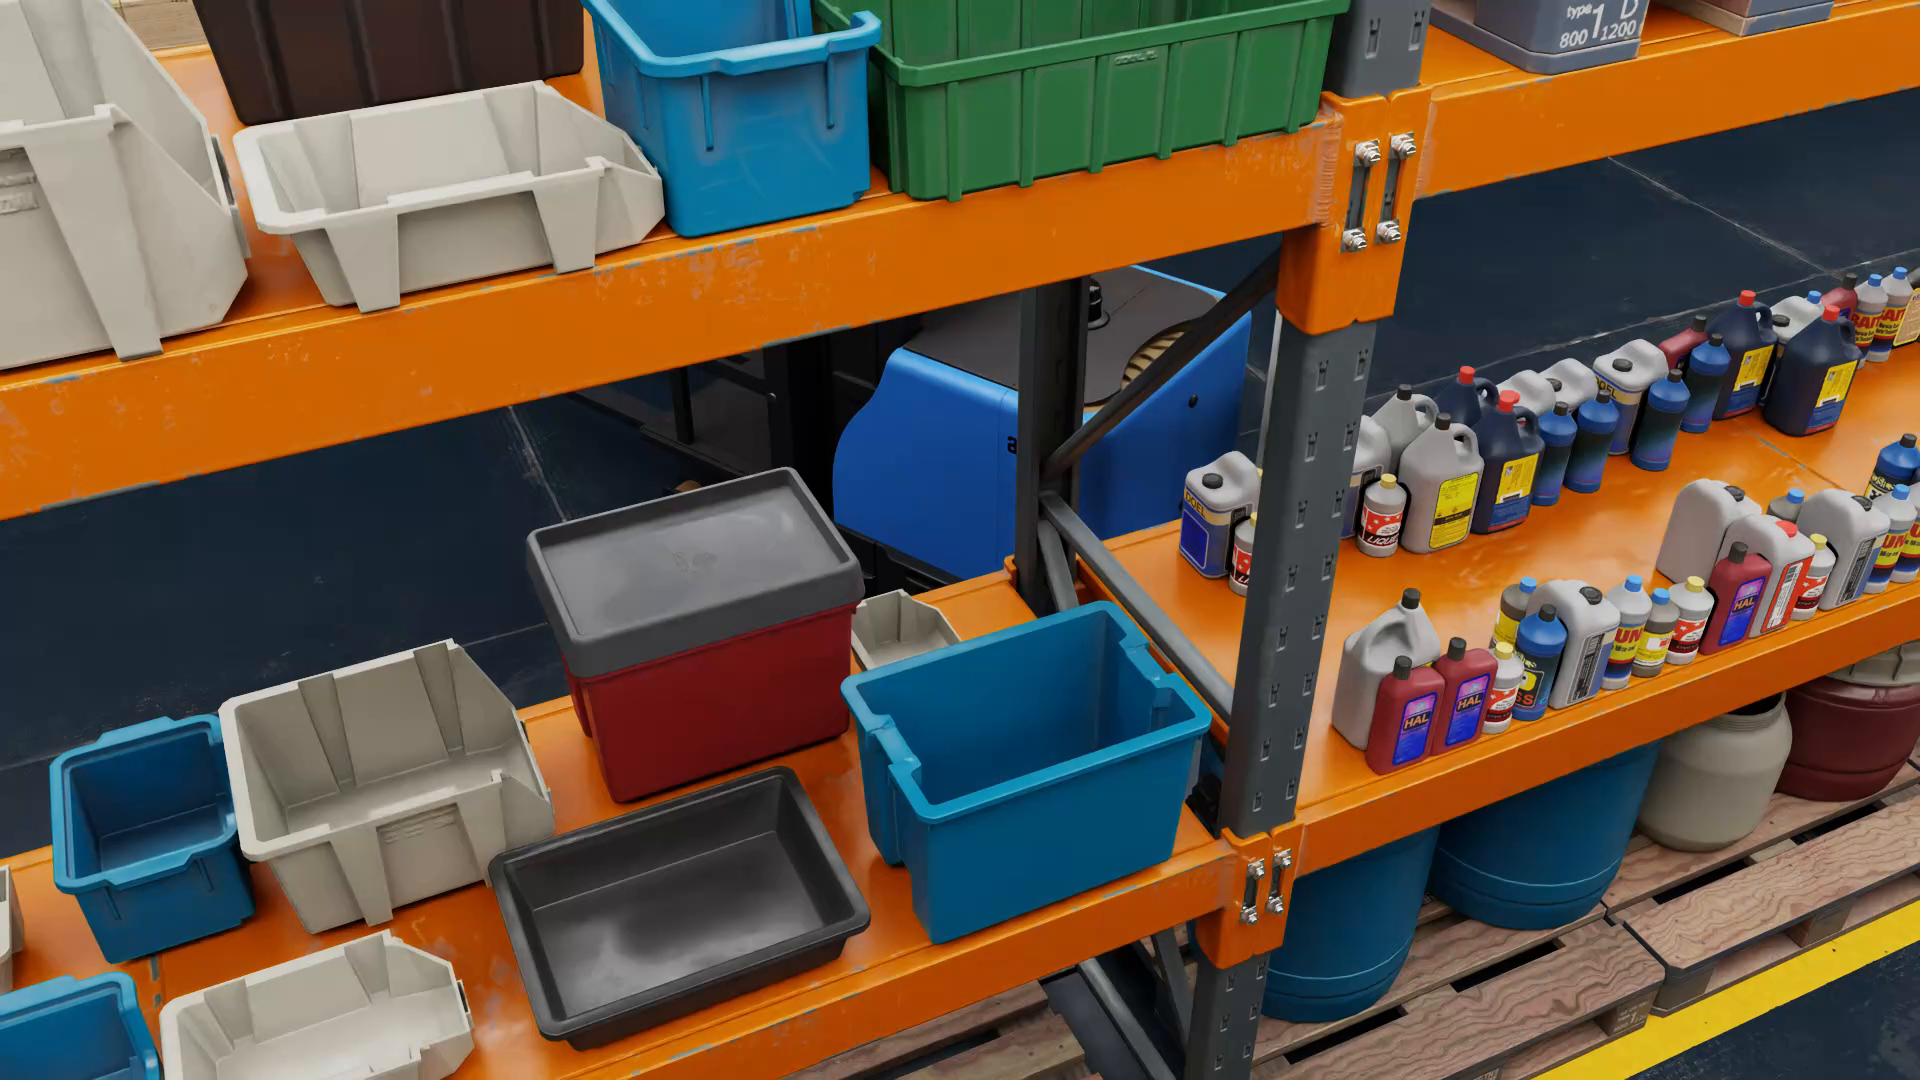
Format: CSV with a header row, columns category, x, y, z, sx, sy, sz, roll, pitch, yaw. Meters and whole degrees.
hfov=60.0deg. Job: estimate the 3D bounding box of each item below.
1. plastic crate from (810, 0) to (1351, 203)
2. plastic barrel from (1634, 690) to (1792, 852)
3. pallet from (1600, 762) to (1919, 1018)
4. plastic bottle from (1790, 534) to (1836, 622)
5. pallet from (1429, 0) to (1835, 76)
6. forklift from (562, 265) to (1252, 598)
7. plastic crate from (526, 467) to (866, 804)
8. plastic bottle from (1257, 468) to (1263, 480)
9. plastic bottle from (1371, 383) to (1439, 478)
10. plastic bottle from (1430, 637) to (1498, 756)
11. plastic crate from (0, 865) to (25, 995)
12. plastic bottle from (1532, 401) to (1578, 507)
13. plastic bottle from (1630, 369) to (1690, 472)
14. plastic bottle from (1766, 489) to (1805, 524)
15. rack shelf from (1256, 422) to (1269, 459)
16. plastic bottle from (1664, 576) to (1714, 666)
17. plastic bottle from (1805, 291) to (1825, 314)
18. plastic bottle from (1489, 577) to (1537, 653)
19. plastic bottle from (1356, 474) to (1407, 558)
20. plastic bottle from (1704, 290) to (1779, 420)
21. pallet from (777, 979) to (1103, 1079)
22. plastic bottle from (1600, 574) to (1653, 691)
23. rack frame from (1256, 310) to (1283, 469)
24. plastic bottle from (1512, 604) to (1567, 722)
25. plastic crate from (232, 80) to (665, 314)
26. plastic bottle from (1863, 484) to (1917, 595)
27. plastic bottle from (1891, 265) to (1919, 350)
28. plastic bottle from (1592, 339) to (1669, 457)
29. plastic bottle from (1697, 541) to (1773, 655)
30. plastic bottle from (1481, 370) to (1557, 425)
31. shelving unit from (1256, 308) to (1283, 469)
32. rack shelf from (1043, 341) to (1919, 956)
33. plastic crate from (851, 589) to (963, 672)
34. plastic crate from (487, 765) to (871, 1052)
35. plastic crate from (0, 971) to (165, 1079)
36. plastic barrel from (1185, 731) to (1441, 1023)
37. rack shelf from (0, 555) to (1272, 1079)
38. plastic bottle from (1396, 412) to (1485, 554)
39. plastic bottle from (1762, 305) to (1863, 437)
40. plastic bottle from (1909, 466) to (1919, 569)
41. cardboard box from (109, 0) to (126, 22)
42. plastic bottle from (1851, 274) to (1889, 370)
category,x,y,z,sx,sy,sz,roll,pitch,yaw
plastic crate,0.138,-0.691,2.324,0.662,0.188,0.450,-16,39,-20
plastic barrel,2.083,0.586,4.678,0.421,0.512,0.421,0,37,0
pallet,2.215,0.794,5.002,1.213,0.211,1.003,-16,39,-20
plastic bottle,1.929,0.077,3.795,0.097,0.201,0.097,0,37,0
pallet,1.061,-1.222,3.020,1.003,0.211,1.213,-16,39,-20
forklift,-0.504,-1.397,5.673,3.031,2.935,1.130,24,43,28
plastic crate,-0.522,0.199,3.360,0.583,0.464,0.402,-16,39,-20
plastic bottle,0.706,-0.080,4.007,0.097,0.201,0.097,0,37,0
plastic bottle,1.086,-0.231,4.085,0.185,0.351,0.144,-16,39,-20
plastic bottle,1.027,0.308,3.414,0.133,0.283,0.061,-16,39,-20
plastic crate,-1.796,0.714,2.940,0.250,0.136,0.298,-16,39,-20
plastic bottle,1.470,-0.222,4.139,0.097,0.271,0.097,0,37,0
plastic bottle,1.801,-0.315,4.264,0.097,0.271,0.097,0,37,0
plastic bottle,1.952,-0.029,3.938,0.097,0.201,0.097,0,37,0
rack shelf,1.258,-0.436,5.936,0.258,0.148,0.480,16,40,20
plastic bottle,1.598,0.170,3.670,0.097,0.201,0.097,0,37,0
plastic bottle,2.323,-0.561,4.596,0.097,0.271,0.097,0,37,0
plastic bottle,1.235,0.171,3.668,0.097,0.201,0.097,0,37,0
plastic bottle,1.013,-0.066,3.988,0.097,0.201,0.097,0,37,0
plastic bottle,2.083,-0.510,4.461,0.185,0.351,0.144,-16,39,-20
pallet,-0.256,1.485,4.070,1.213,0.211,1.003,-16,39,-20
plastic bottle,1.422,0.191,3.583,0.097,0.271,0.097,0,37,0
rack frame,1.152,-0.356,5.721,0.240,1.200,0.015,16,40,20
plastic bottle,1.212,0.250,3.504,0.097,0.271,0.097,0,37,0
plastic crate,-0.597,-0.414,1.993,0.466,0.136,0.293,-16,39,-20
plastic bottle,2.139,-0.010,3.853,0.097,0.271,0.097,0,37,0
plastic bottle,2.717,-0.687,4.757,0.133,0.283,0.061,-16,39,-20
plastic bottle,1.731,-0.379,4.347,0.135,0.276,0.152,-16,39,-20
plastic bottle,1.710,0.117,3.672,0.133,0.283,0.061,-16,39,-20
plastic bottle,1.400,-0.286,4.222,0.135,0.276,0.152,-16,39,-20
shelving unit,1.258,-0.487,5.897,0.258,1.200,0.503,16,40,20
rack shelf,2.204,-0.059,4.416,4.000,0.370,1.077,-16,39,-20
plastic crate,-0.089,0.281,3.525,0.243,0.136,0.396,-16,39,-20
plastic crate,-0.506,0.673,3.006,0.590,0.125,0.437,-16,39,-20
plastic crate,-1.401,0.920,2.582,0.300,0.233,0.416,-16,39,-20
plastic barrel,0.893,0.704,4.192,0.708,0.901,0.600,-16,39,-20
rack shelf,-1.417,0.953,3.051,4.000,0.370,1.077,-16,39,-20
plastic bottle,1.147,-0.153,3.980,0.185,0.351,0.144,-16,39,-20
plastic bottle,2.270,-0.462,4.396,0.185,0.351,0.144,-16,39,-20
plastic bottle,2.345,-0.114,3.928,0.185,0.351,0.144,-16,39,-20
cardboard box,-3.389,-1.931,6.211,0.500,0.250,0.500,-16,40,-21
plastic bottle,2.532,-0.619,4.675,0.097,0.271,0.097,0,37,0
